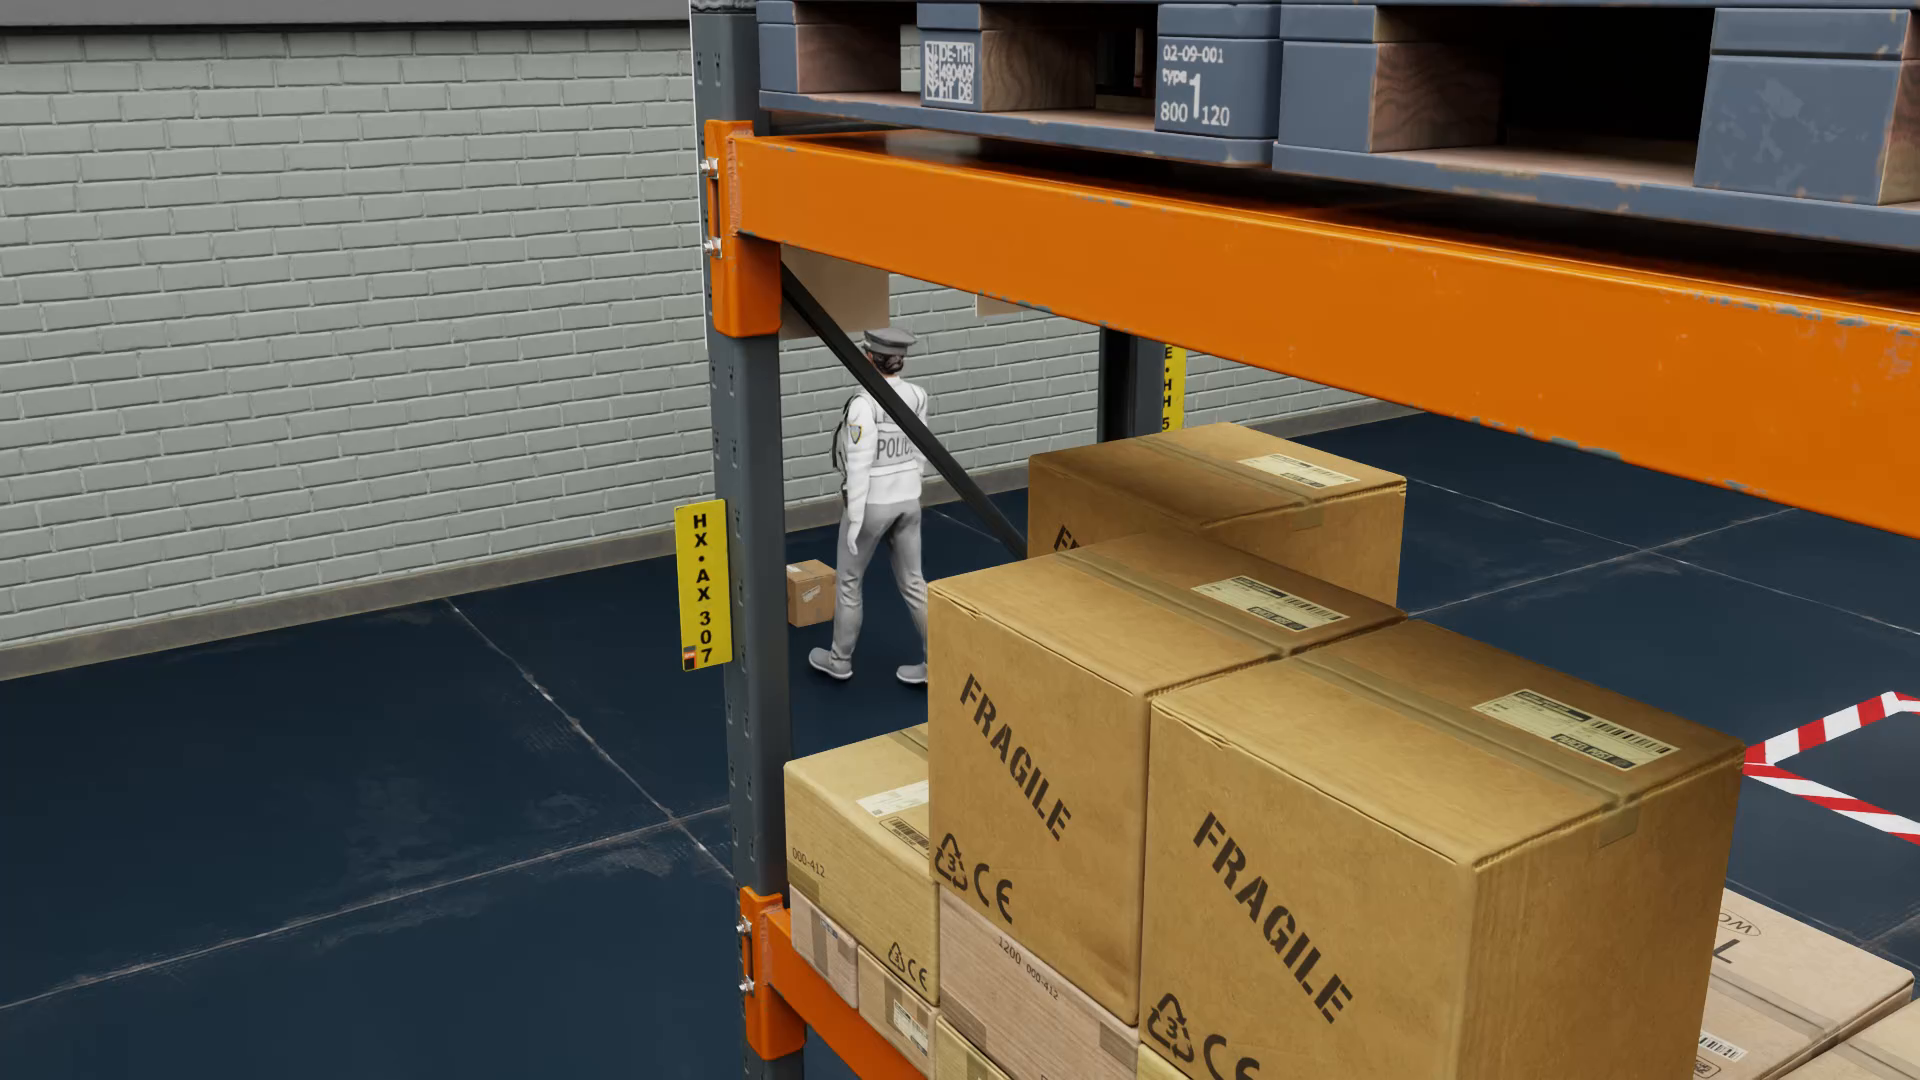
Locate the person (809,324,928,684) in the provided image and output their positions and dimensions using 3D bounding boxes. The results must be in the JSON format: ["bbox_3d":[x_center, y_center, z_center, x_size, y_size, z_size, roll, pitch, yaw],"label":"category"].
[{"bbox_3d":[-0.366,-0.154,7.490,0.716,1.647,0.507,17,25,42],"label":"person"}]
